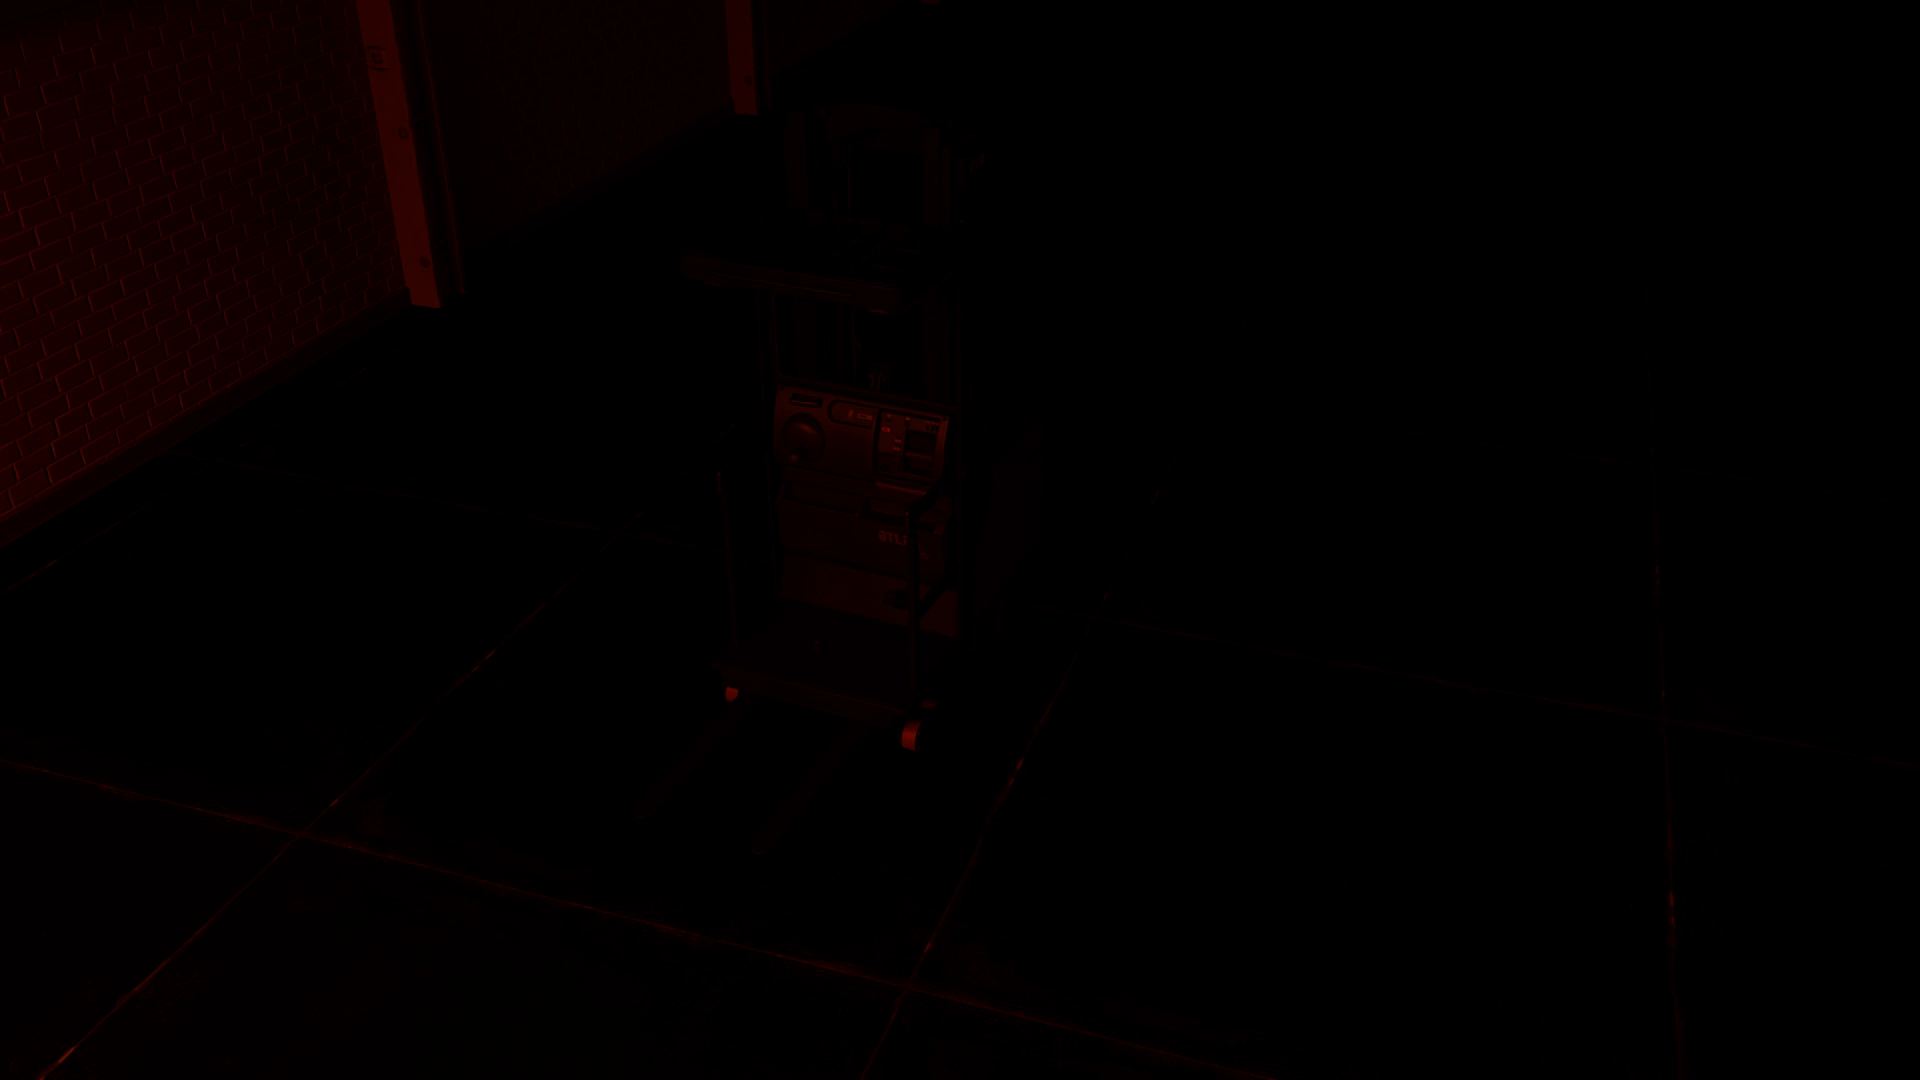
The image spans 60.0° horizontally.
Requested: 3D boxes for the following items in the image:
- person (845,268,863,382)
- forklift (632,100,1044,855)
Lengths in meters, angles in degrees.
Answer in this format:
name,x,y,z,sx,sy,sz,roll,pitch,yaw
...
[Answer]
name,x,y,z,sx,sy,sz,roll,pitch,yaw
person,-0.786,-1.070,10.208,0.440,1.752,0.832,3,30,6
forklift,-0.570,-0.464,7.951,1.130,2.935,3.031,12,32,20
